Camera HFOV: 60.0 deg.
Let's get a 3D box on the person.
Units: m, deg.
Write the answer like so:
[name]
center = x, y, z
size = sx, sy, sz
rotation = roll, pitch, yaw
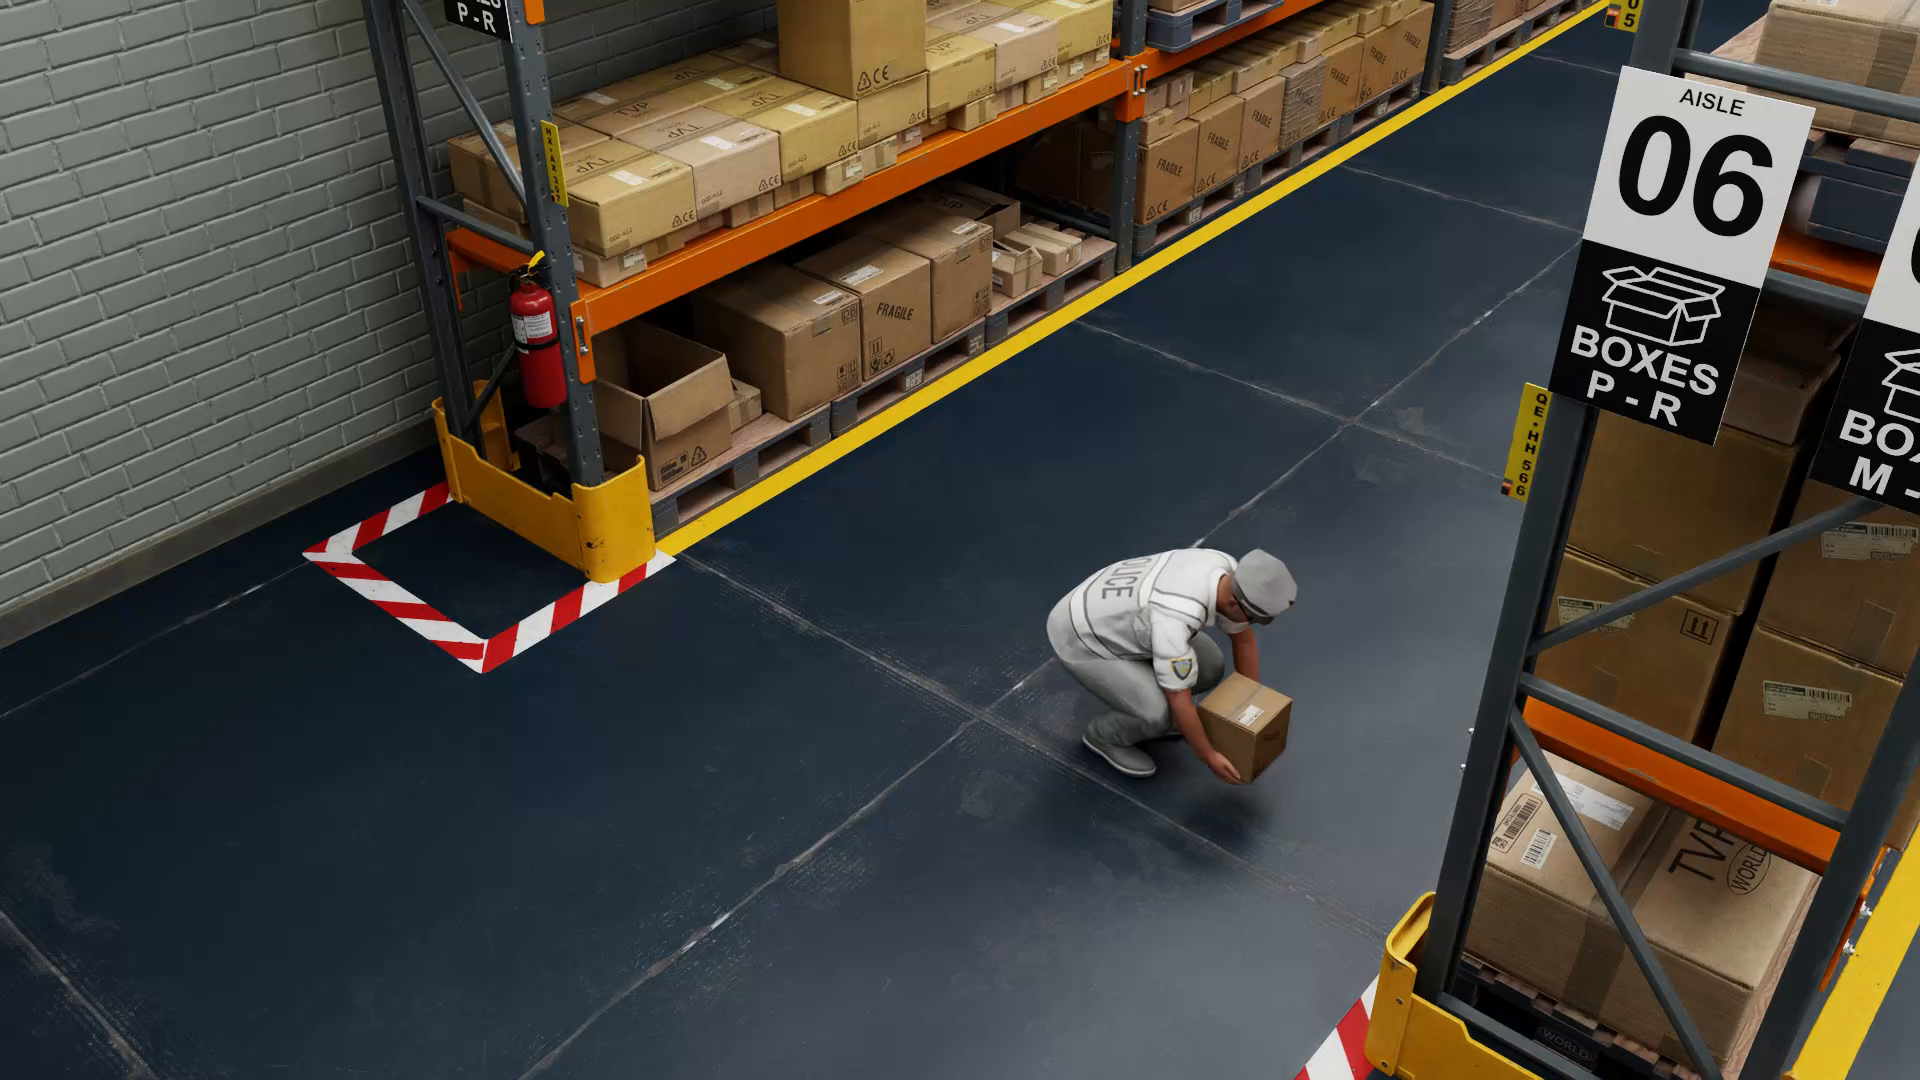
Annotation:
[person]
center = 0.779, 0.398, 6.221
size = 0.909, 1.013, 0.558
rotation = 25, 42, 32
